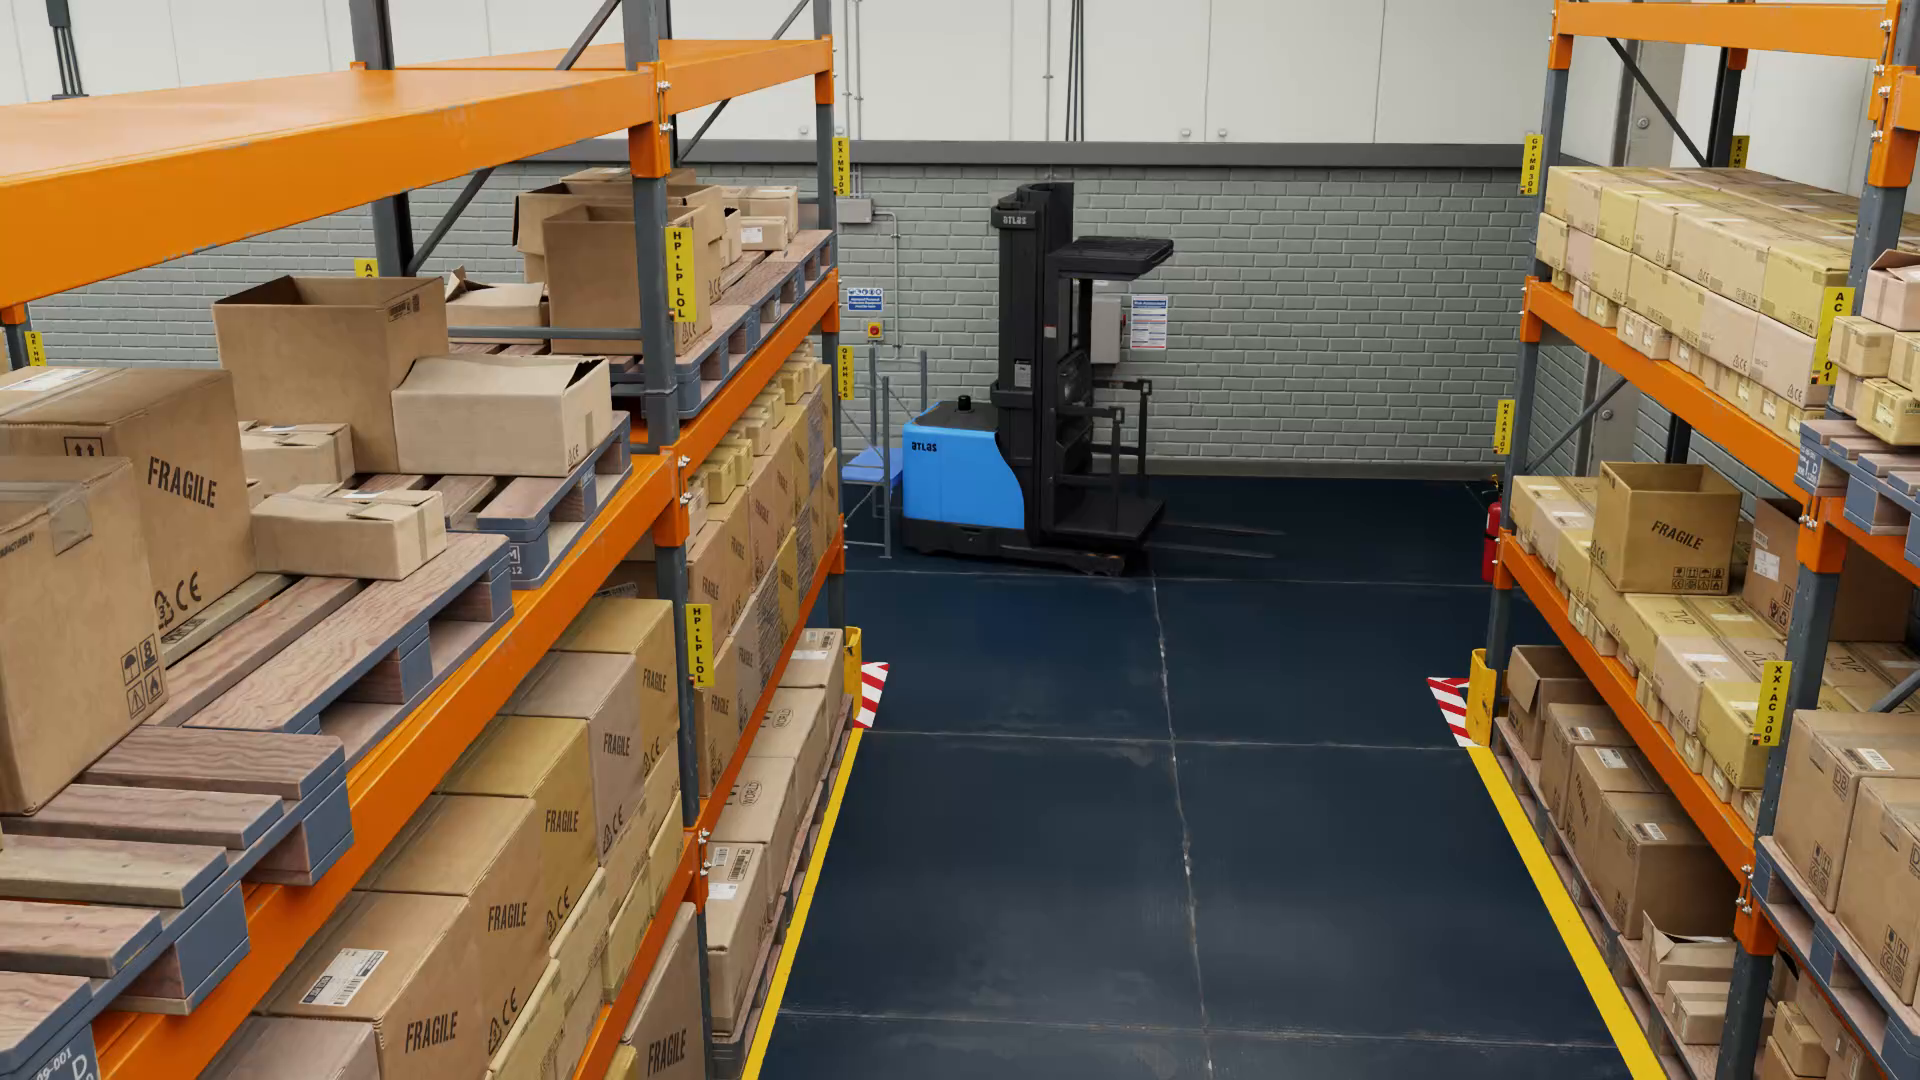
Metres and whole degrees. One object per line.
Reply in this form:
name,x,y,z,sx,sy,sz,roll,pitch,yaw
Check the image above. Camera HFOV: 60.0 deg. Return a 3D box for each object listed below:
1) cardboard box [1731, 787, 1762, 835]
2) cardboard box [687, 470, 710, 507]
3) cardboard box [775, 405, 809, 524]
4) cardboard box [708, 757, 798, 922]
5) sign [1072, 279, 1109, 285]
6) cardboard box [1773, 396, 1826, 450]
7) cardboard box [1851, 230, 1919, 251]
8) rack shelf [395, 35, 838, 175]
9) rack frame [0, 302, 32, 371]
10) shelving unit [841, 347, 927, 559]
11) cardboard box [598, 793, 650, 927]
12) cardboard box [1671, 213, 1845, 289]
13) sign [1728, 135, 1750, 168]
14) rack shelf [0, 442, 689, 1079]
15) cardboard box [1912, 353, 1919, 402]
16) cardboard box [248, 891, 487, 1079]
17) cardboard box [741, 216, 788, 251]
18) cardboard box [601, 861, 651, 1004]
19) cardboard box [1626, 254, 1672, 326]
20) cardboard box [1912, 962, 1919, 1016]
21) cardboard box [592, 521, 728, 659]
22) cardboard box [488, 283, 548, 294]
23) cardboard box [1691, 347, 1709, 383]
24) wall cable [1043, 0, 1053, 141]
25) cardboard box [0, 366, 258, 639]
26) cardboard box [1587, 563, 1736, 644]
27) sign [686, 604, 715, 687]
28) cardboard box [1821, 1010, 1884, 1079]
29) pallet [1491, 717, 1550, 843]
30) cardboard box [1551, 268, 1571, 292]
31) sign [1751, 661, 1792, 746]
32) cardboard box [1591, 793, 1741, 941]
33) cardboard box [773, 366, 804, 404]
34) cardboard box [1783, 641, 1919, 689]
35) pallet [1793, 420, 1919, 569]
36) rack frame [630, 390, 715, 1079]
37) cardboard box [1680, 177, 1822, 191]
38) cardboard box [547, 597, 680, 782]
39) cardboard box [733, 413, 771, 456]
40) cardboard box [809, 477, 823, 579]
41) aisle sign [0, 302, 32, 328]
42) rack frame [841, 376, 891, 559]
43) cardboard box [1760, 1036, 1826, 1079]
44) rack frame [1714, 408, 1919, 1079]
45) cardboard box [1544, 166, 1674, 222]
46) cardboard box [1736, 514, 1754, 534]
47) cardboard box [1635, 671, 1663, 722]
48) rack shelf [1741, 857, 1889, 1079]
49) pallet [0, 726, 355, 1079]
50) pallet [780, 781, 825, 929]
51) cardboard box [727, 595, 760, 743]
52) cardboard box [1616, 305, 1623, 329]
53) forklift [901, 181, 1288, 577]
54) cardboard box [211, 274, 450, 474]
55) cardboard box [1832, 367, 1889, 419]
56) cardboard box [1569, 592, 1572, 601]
cardboard box,3.212,1.020,6.396,0.380,0.149,0.250,2,18,5
cardboard box,-1.250,-0.188,6.871,0.380,0.149,0.250,1,18,3
cardboard box,-1.067,-0.398,8.553,0.500,0.500,0.500,1,18,4
cardboard box,-1.294,1.443,8.142,0.875,0.438,0.875,1,18,2
sign,1.202,-2.464,15.300,0.339,0.242,0.001,1,18,4
cardboard box,3.172,-0.419,5.970,0.380,0.149,0.250,1,18,4
cardboard box,3.782,-1.036,6.412,0.500,0.250,0.500,1,18,2
rack shelf,-1.367,-2.044,7.508,1.077,0.370,4.000,1,18,4
rack frame,-6.168,-0.426,10.405,1.000,3.000,0.127,1,18,4
shelving unit,-0.663,-0.740,13.771,0.538,1.500,1.048,5,19,15
cardboard box,-1.327,1.027,5.409,0.500,0.250,0.500,2,18,5
cardboard box,3.310,-1.205,6.926,0.500,0.250,0.500,2,18,5
sign,4.280,-2.064,9.167,0.100,0.325,0.005,1,18,4
rack shelf,-1.653,0.433,4.121,1.077,0.370,4.000,1,18,4
cardboard box,2.974,-0.444,4.734,0.380,0.149,0.250,1,18,3
cardboard box,-1.439,1.153,3.820,0.500,0.500,0.500,2,18,5
cardboard box,-1.116,-1.626,8.819,0.380,0.149,0.250,0,18,0
cardboard box,-1.328,1.270,5.470,0.500,0.250,0.500,1,18,3
cardboard box,3.345,-1.123,7.477,0.500,0.250,0.500,1,18,3
cardboard box,2.959,1.293,4.702,0.396,0.266,0.258,2,18,7
cardboard box,-1.234,0.231,6.636,0.500,0.500,0.500,1,18,4
cardboard box,-1.764,-0.945,6.741,0.380,0.149,0.250,2,18,5
cardboard box,3.292,-0.737,6.940,0.380,0.149,0.250,2,18,6
wall cable,-0.346,-4.953,14.586,2.355,3.000,0.029,1,18,4
cardboard box,-1.960,-0.088,3.723,0.500,0.500,0.500,1,18,4
cardboard box,3.342,0.301,7.949,0.500,0.250,0.500,1,18,2
sign,-0.968,0.392,6.176,0.100,0.325,0.005,1,18,4
cardboard box,3.179,1.731,5.642,0.380,0.149,0.250,0,18,1
pallet,3.666,1.360,9.435,1.003,0.211,1.213,1,18,4
cardboard box,3.473,-1.449,9.114,0.380,0.149,0.250,2,18,5
sign,2.899,0.584,5.932,0.100,0.325,0.005,1,18,4
cardboard box,3.415,1.526,7.788,0.700,0.500,0.500,1,18,2
cardboard box,-1.037,-0.823,8.809,0.380,0.149,0.250,2,18,5
cardboard box,3.775,0.632,6.941,0.500,0.250,0.500,1,18,3
pallet,3.324,-0.130,4.986,1.213,0.211,1.003,1,18,4
rack frame,-1.510,0.896,6.372,1.000,3.000,0.127,1,18,4
cardboard box,3.937,-1.664,8.328,0.500,0.250,0.500,1,18,2
cardboard box,-1.292,0.517,5.760,0.500,0.500,0.500,2,18,6
cardboard box,-1.101,-0.500,7.824,0.380,0.149,0.250,1,18,4
cardboard box,-1.045,-0.083,9.198,0.500,0.500,0.500,1,18,3
aisle sign,-5.863,-1.677,10.049,0.394,0.787,0.004,1,18,4
rack frame,-0.803,-0.588,13.307,0.500,1.500,0.032,5,19,15
cardboard box,3.182,2.139,5.918,0.500,0.500,0.500,2,18,6
rack frame,3.441,1.005,6.037,1.000,3.000,0.127,1,18,4
cardboard box,3.446,-1.838,8.857,0.500,0.250,0.500,1,18,3
cardboard box,3.922,0.002,8.863,0.500,0.250,0.500,1,18,4
cardboard box,3.240,0.697,7.383,0.380,0.149,0.250,1,18,3
rack shelf,3.298,1.968,4.254,1.077,0.370,4.000,1,18,4
pallet,-1.803,0.601,2.757,1.213,0.211,1.003,2,18,6
pallet,-1.293,1.607,8.681,1.003,0.211,1.213,1,18,4
cardboard box,-1.175,0.552,7.260,0.500,0.500,0.500,1,18,4
cardboard box,3.357,-1.053,7.906,0.380,0.149,0.250,1,18,3
forklift,1.096,-1.288,13.145,3.031,2.935,1.130,6,19,17
cardboard box,-1.862,-0.509,5.008,0.500,0.500,0.500,1,18,3
cardboard box,3.023,-0.464,5.272,0.380,0.149,0.250,2,18,5
cardboard box,3.382,0.301,8.592,0.380,0.149,0.250,2,18,5
